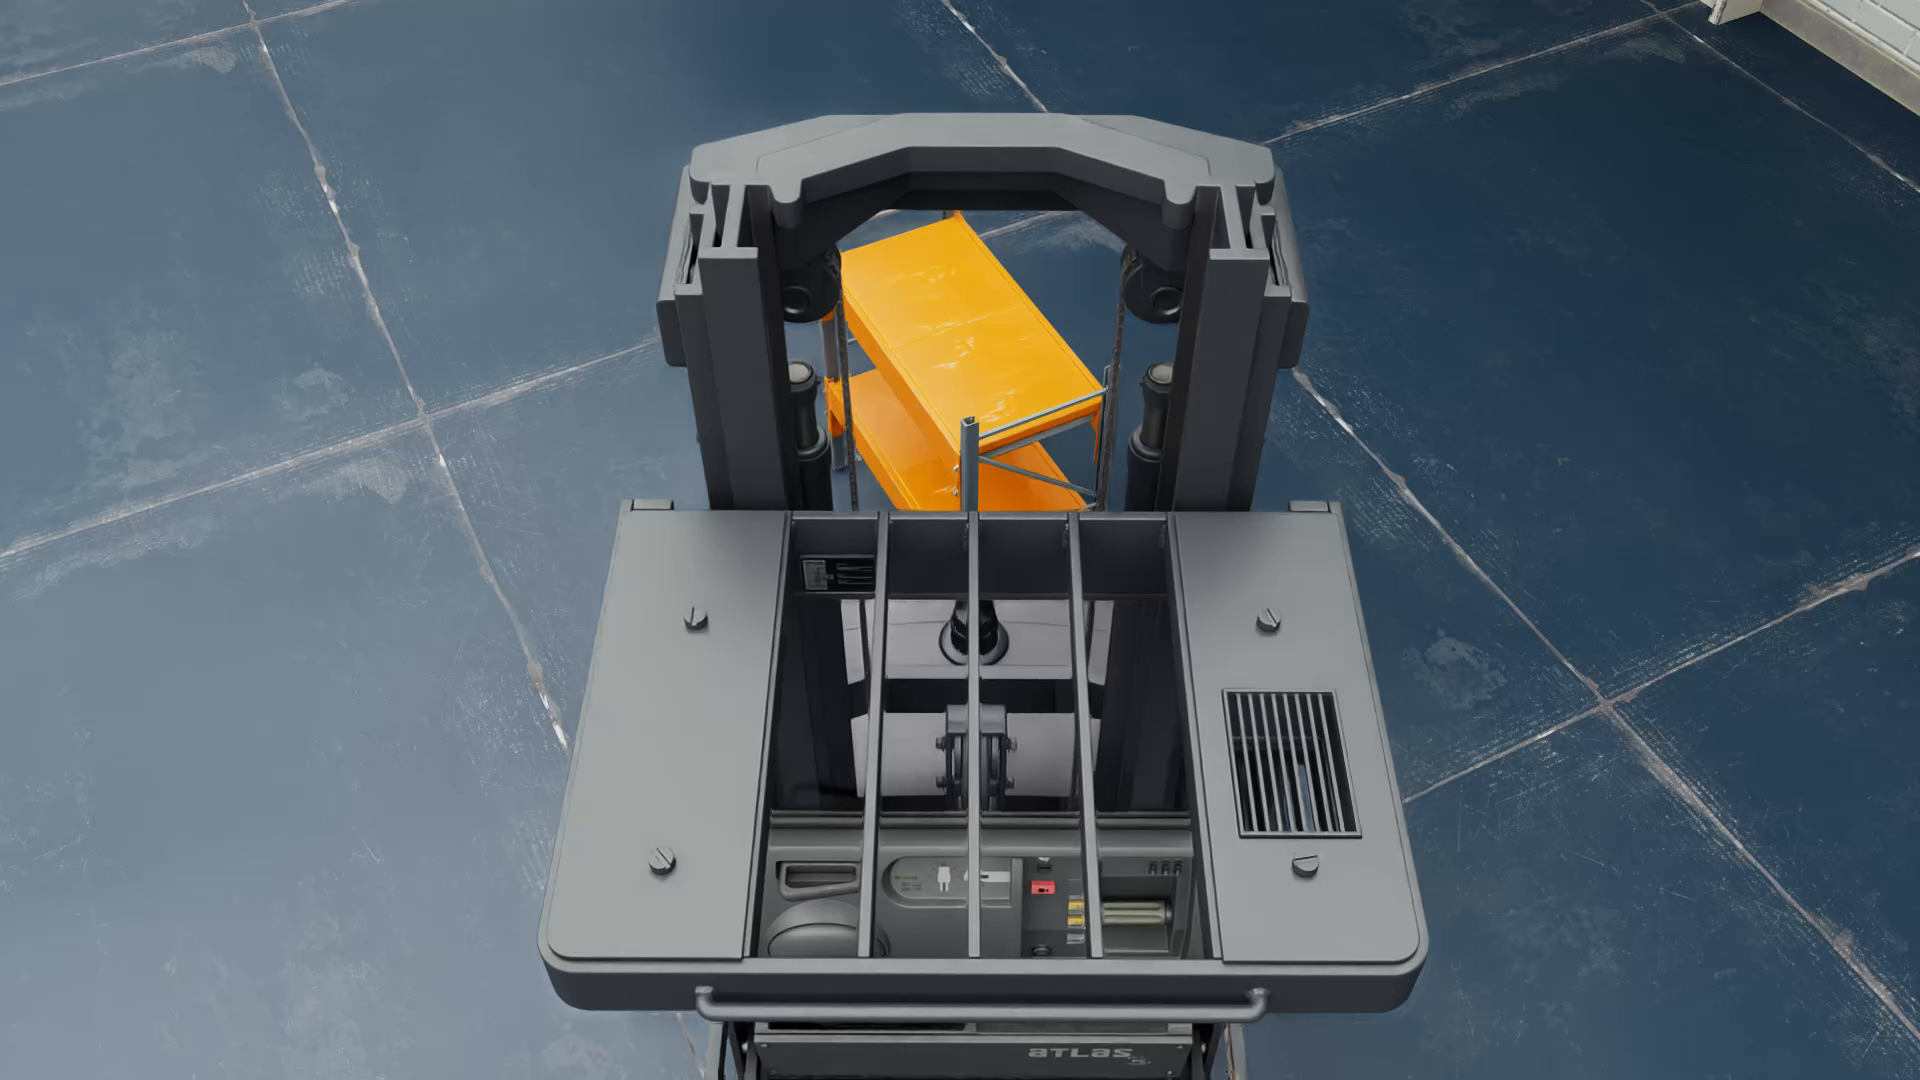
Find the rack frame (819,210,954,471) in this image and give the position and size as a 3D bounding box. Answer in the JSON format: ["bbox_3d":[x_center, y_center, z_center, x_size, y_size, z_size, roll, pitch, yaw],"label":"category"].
[{"bbox_3d":[-0.236,-0.715,5.628,0.500,1.125,0.032,-21,52,-18],"label":"rack frame"}]

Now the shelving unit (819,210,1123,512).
[{"bbox_3d":[-0.003,-0.375,5.331,0.538,1.125,1.048,-21,52,-18],"label":"shelving unit"}]

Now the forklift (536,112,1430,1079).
[{"bbox_3d":[0.030,0.846,3.063,1.130,2.935,3.031,0,49,0],"label":"forklift"}]

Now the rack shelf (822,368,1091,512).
[{"bbox_3d":[-0.003,-0.214,5.515,0.538,0.278,1.000,-21,52,-18],"label":"rack shelf"}]

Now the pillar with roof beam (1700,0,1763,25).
[{"bbox_3d":[-0.196,-4.107,3.364,9.100,9.000,0.400,-21,52,-18],"label":"pillar with roof beam"}]

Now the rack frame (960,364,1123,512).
[{"bbox_3d":[0.230,-0.035,5.033,0.500,1.125,0.032,-21,52,-18],"label":"rack frame"}]

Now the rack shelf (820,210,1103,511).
[{"bbox_3d":[-0.003,-0.568,5.110,0.538,0.278,1.000,-21,52,-18],"label":"rack shelf"}]
